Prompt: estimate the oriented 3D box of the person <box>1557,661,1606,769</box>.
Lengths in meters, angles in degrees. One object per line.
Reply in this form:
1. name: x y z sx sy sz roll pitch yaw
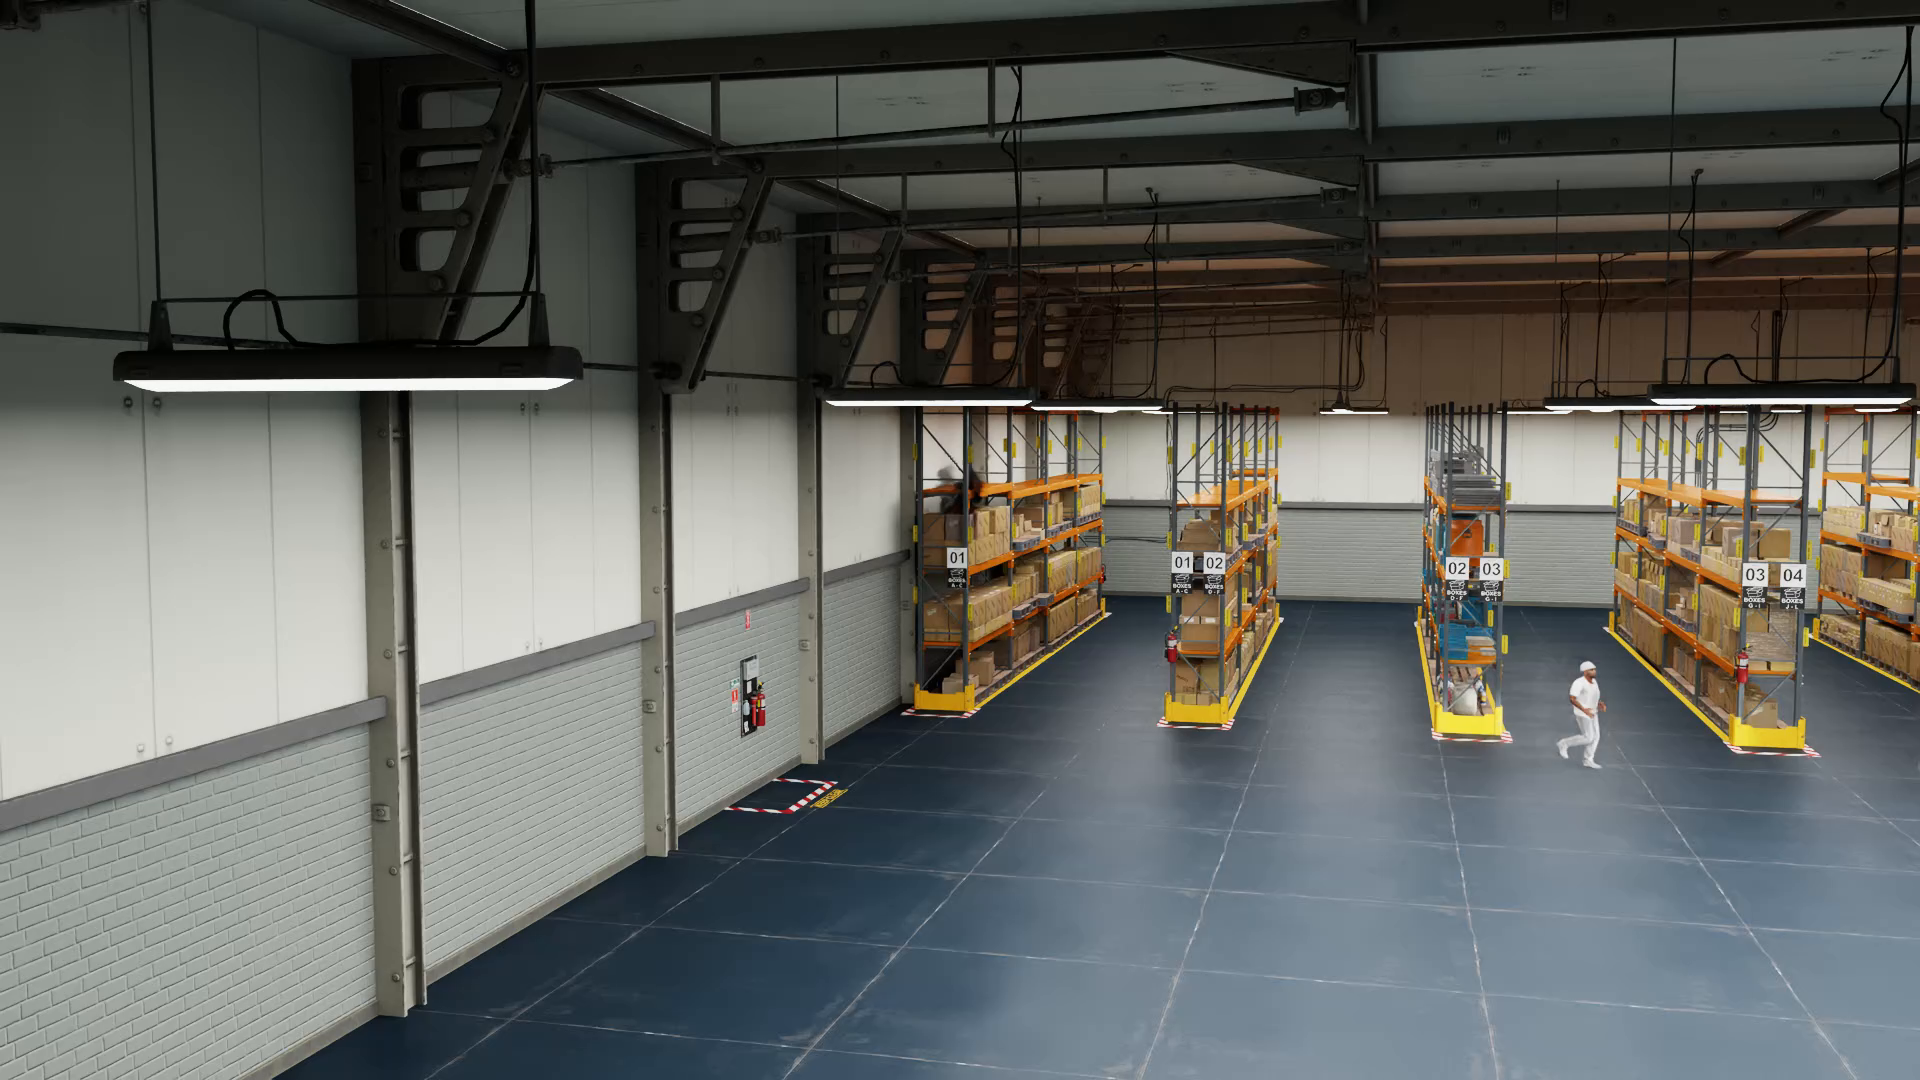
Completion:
1. person: 10.235 2.850 27.311 0.701 1.745 0.694 -4 6 -43
